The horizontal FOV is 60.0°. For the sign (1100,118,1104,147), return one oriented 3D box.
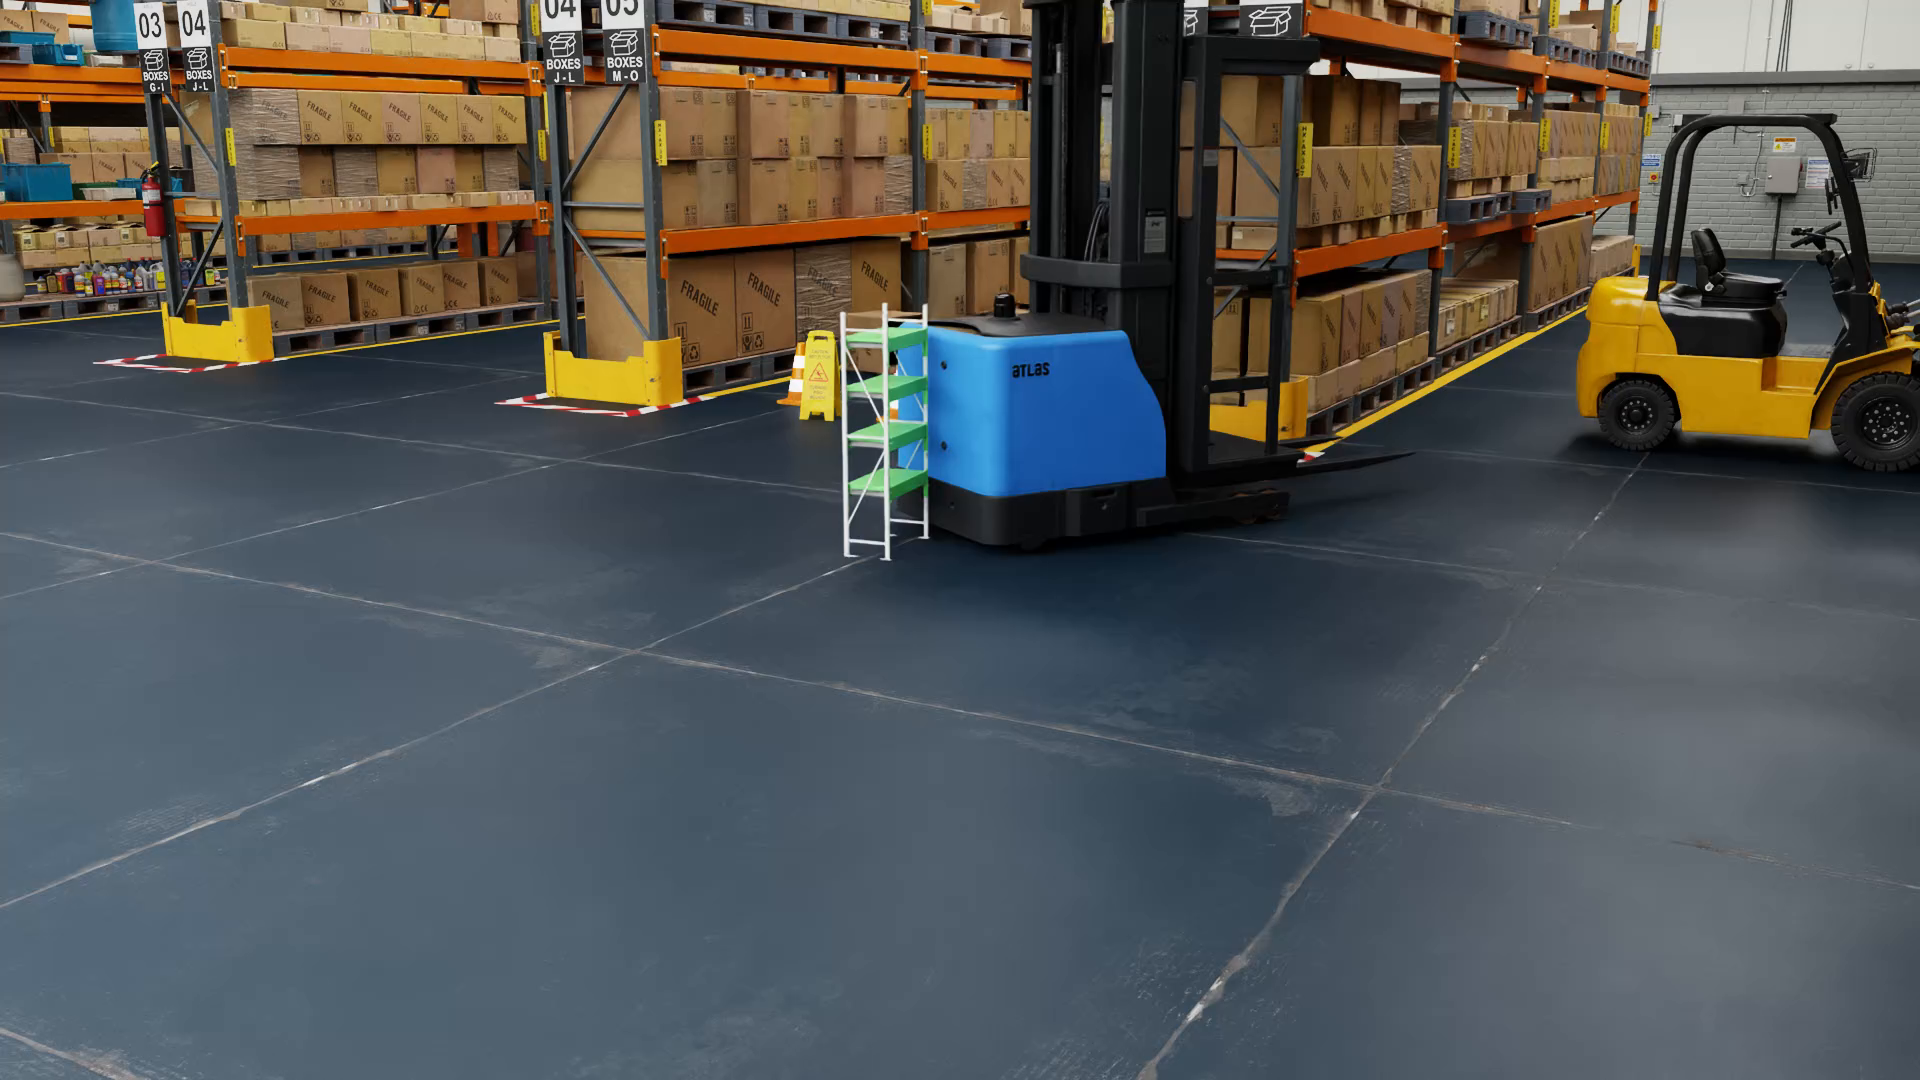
[{"bbox_3d":[1.623,-4.731,19.285,0.100,0.325,0.005,7,15,28],"label":"sign"}]

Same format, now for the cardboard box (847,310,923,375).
[{"bbox_3d":[-0.650,-1.761,14.764,0.500,0.500,0.500,11,17,38],"label":"cardboard box"}]

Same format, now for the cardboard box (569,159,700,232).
[{"bbox_3d":[-2.592,-2.743,13.191,0.875,0.550,0.550,7,15,28],"label":"cardboard box"}]

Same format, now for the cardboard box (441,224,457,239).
[{"bbox_3d":[-9.501,-5.725,30.678,0.500,0.311,0.500,7,15,28],"label":"cardboard box"}]

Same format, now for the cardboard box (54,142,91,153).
[{"bbox_3d":[-15.706,-6.770,29.324,0.500,0.500,0.500,8,16,30],"label":"cardboard box"}]

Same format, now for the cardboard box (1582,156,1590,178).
[{"bbox_3d":[7.216,-4.459,19.884,0.500,0.250,0.500,8,16,29],"label":"cardboard box"}]

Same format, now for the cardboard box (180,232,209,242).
[{"bbox_3d":[-12.110,-4.833,25.955,0.500,0.311,0.500,7,15,27],"label":"cardboard box"}]

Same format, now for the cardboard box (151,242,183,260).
[{"bbox_3d":[-12.360,-4.459,25.599,0.500,0.250,0.500,8,16,29],"label":"cardboard box"}]

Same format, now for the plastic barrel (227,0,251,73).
[{"bbox_3d":[-9.371,-6.384,21.144,0.600,0.901,0.708,7,15,28],"label":"plastic barrel"}]

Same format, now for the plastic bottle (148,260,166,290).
[{"bbox_3d":[-9.734,-3.209,20.157,0.144,0.351,0.185,7,15,28],"label":"plastic bottle"}]

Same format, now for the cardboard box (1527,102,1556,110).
[{"bbox_3d":[7.322,-5.460,21.050,0.380,0.149,0.250,7,15,27],"label":"cardboard box"}]

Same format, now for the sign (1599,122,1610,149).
[{"bbox_3d":[7.931,-4.975,20.470,0.100,0.325,0.005,7,15,28],"label":"sign"}]

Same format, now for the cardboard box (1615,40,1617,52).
[{"bbox_3d":[8.618,-6.697,22.594,0.500,0.311,0.500,8,16,29],"label":"cardboard box"}]

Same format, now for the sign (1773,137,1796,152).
[{"bbox_3d":[13.911,-6.673,28.050,0.339,0.242,0.001,7,15,28],"label":"sign"}]

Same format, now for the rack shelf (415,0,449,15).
[{"bbox_3d":[-6.526,-8.156,25.554,1.077,0.370,4.000,7,15,28],"label":"rack shelf"}]

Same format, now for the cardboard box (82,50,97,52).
[{"bbox_3d":[-12.783,-7.090,24.566,0.500,0.250,0.500,6,15,23],"label":"cardboard box"}]

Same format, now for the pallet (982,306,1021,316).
[{"bbox_3d":[0.098,-2.472,18.336,1.003,0.211,1.213,7,15,28],"label":"pallet"}]

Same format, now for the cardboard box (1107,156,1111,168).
[{"bbox_3d":[1.675,-4.589,20.173,0.380,0.149,0.250,8,16,31],"label":"cardboard box"}]

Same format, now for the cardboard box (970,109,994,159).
[{"bbox_3d":[-0.071,-4.256,17.440,0.700,0.500,0.500,8,15,28],"label":"cardboard box"}]

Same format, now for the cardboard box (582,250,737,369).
[{"bbox_3d":[-2.461,-1.907,13.679,0.875,0.875,0.875,7,15,28],"label":"cardboard box"}]

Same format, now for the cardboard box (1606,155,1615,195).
[{"bbox_3d":[8.155,-4.729,21.534,0.500,0.500,0.500,7,15,28],"label":"cardboard box"}]

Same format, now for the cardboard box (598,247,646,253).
[{"bbox_3d":[-4.258,-3.325,20.319,0.700,0.500,0.500,6,15,23],"label":"cardboard box"}]

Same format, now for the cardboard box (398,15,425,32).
[{"bbox_3d":[-5.628,-5.201,16.775,0.380,0.149,0.250,8,16,31],"label":"cardboard box"}]

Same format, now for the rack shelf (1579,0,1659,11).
[{"bbox_3d":[8.419,-7.293,21.973,1.077,0.370,4.000,7,15,28],"label":"rack shelf"}]

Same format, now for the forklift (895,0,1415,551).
[{"bbox_3d":[1.187,-1.605,8.937,3.031,2.935,1.130,-8,16,-30],"label":"forklift"}]

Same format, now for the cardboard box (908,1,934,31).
[{"bbox_3d":[-0.596,-5.210,16.556,0.500,0.250,0.500,8,15,29],"label":"cardboard box"}]

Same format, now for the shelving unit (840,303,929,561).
[{"bbox_3d":[-0.365,-0.545,8.235,0.258,1.200,0.503,5,15,21],"label":"shelving unit"}]

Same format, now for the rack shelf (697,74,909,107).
[{"bbox_3d":[-2.190,-6.331,23.531,1.077,0.370,4.000,7,15,28],"label":"rack shelf"}]

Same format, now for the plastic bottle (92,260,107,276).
[{"bbox_3d":[-10.477,-3.235,20.264,0.144,0.351,0.185,7,15,28],"label":"plastic bottle"}]

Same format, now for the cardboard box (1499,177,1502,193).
[{"bbox_3d":[4.886,-3.351,15.674,0.380,0.149,0.250,7,15,26],"label":"cardboard box"}]

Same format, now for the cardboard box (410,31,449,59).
[{"bbox_3d":[-5.586,-5.043,16.972,0.500,0.250,0.500,7,15,28],"label":"cardboard box"}]

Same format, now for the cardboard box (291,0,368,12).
[{"bbox_3d":[-6.070,-5.340,15.968,0.500,0.500,0.500,7,15,28],"label":"cardboard box"}]

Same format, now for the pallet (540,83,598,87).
[{"bbox_3d":[-6.398,-7.156,25.819,1.003,0.211,1.213,7,15,28],"label":"pallet"}]

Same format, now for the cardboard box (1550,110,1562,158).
[{"bbox_3d":[6.202,-4.401,18.041,0.500,0.500,0.500,7,15,28],"label":"cardboard box"}]

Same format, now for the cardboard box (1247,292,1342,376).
[{"bbox_3d":[2.294,-1.420,11.393,0.500,0.500,0.500,7,15,26],"label":"cardboard box"}]

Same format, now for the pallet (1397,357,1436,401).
[{"bbox_3d":[3.291,-1.372,13.773,1.003,0.211,1.213,7,15,28],"label":"pallet"}]

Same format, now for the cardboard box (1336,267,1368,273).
[{"bbox_3d":[3.063,-2.011,13.845,0.500,0.500,0.500,8,16,31],"label":"cardboard box"}]

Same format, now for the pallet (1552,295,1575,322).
[{"bbox_3d":[6.556,-2.737,19.435,1.003,0.211,1.213,7,15,28],"label":"pallet"}]

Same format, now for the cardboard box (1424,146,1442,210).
[{"bbox_3d":[3.587,-2.943,13.493,0.500,0.500,0.500,7,15,27],"label":"cardboard box"}]

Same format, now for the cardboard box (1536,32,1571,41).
[{"bbox_3d":[6.669,-5.654,18.790,0.380,0.166,0.250,9,16,33],"label":"cardboard box"}]

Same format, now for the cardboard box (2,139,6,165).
[{"bbox_3d":[-16.630,-6.543,28.123,0.700,0.500,0.500,6,15,23],"label":"cardboard box"}]

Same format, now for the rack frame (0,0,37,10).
[{"bbox_3d":[-16.165,-9.413,28.377,1.000,3.000,0.127,7,15,28],"label":"rack frame"}]

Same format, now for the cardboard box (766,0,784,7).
[{"bbox_3d":[-1.675,-4.470,13.703,0.380,0.149,0.250,7,15,28],"label":"cardboard box"}]

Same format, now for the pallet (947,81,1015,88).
[{"bbox_3d":[0.361,-7.716,27.927,1.003,0.211,1.213,7,15,28],"label":"pallet"}]

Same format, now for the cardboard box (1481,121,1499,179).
[{"bbox_3d":[4.555,-3.533,15.044,0.500,0.500,0.500,7,15,28],"label":"cardboard box"}]

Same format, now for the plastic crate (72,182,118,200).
[{"bbox_3d":[-10.330,-4.204,20.022,0.450,0.188,0.662,7,15,28],"label":"plastic crate"}]

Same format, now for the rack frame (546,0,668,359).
[{"bbox_3d":[-2.731,-2.589,12.871,1.000,3.000,0.127,7,15,28],"label":"rack frame"}]

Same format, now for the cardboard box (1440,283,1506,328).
[{"bbox_3d":[4.886,-2.349,16.590,0.950,0.372,0.625,7,15,27],"label":"cardboard box"}]

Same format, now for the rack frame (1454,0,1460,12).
[{"bbox_3d":[3.584,-5.786,13.332,1.000,3.000,0.127,7,15,28],"label":"rack frame"}]

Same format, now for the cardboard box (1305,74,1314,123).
[{"bbox_3d":[2.114,-3.077,11.914,0.700,0.500,0.500,7,15,27],"label":"cardboard box"}]

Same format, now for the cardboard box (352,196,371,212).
[{"bbox_3d":[-6.080,-3.338,16.515,0.380,0.149,0.250,7,15,28],"label":"cardboard box"}]

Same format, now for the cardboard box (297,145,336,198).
[{"bbox_3d":[-6.598,-3.590,16.178,0.875,0.500,0.500,7,15,28],"label":"cardboard box"}]

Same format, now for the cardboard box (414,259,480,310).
[{"bbox_3d":[-5.589,-2.785,18.123,0.500,0.500,0.500,-12,18,-41],"label":"cardboard box"}]

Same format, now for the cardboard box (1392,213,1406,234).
[{"bbox_3d":[3.207,-2.438,12.781,0.380,0.149,0.250,7,15,27],"label":"cardboard box"}]

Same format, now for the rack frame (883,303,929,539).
[{"bbox_3d":[-0.275,-0.598,8.455,0.240,1.200,0.015,5,15,21],"label":"rack frame"}]

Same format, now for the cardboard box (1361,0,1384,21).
[{"bbox_3d":[2.716,-3.681,11.540,0.380,0.149,0.250,8,15,29],"label":"cardboard box"}]
